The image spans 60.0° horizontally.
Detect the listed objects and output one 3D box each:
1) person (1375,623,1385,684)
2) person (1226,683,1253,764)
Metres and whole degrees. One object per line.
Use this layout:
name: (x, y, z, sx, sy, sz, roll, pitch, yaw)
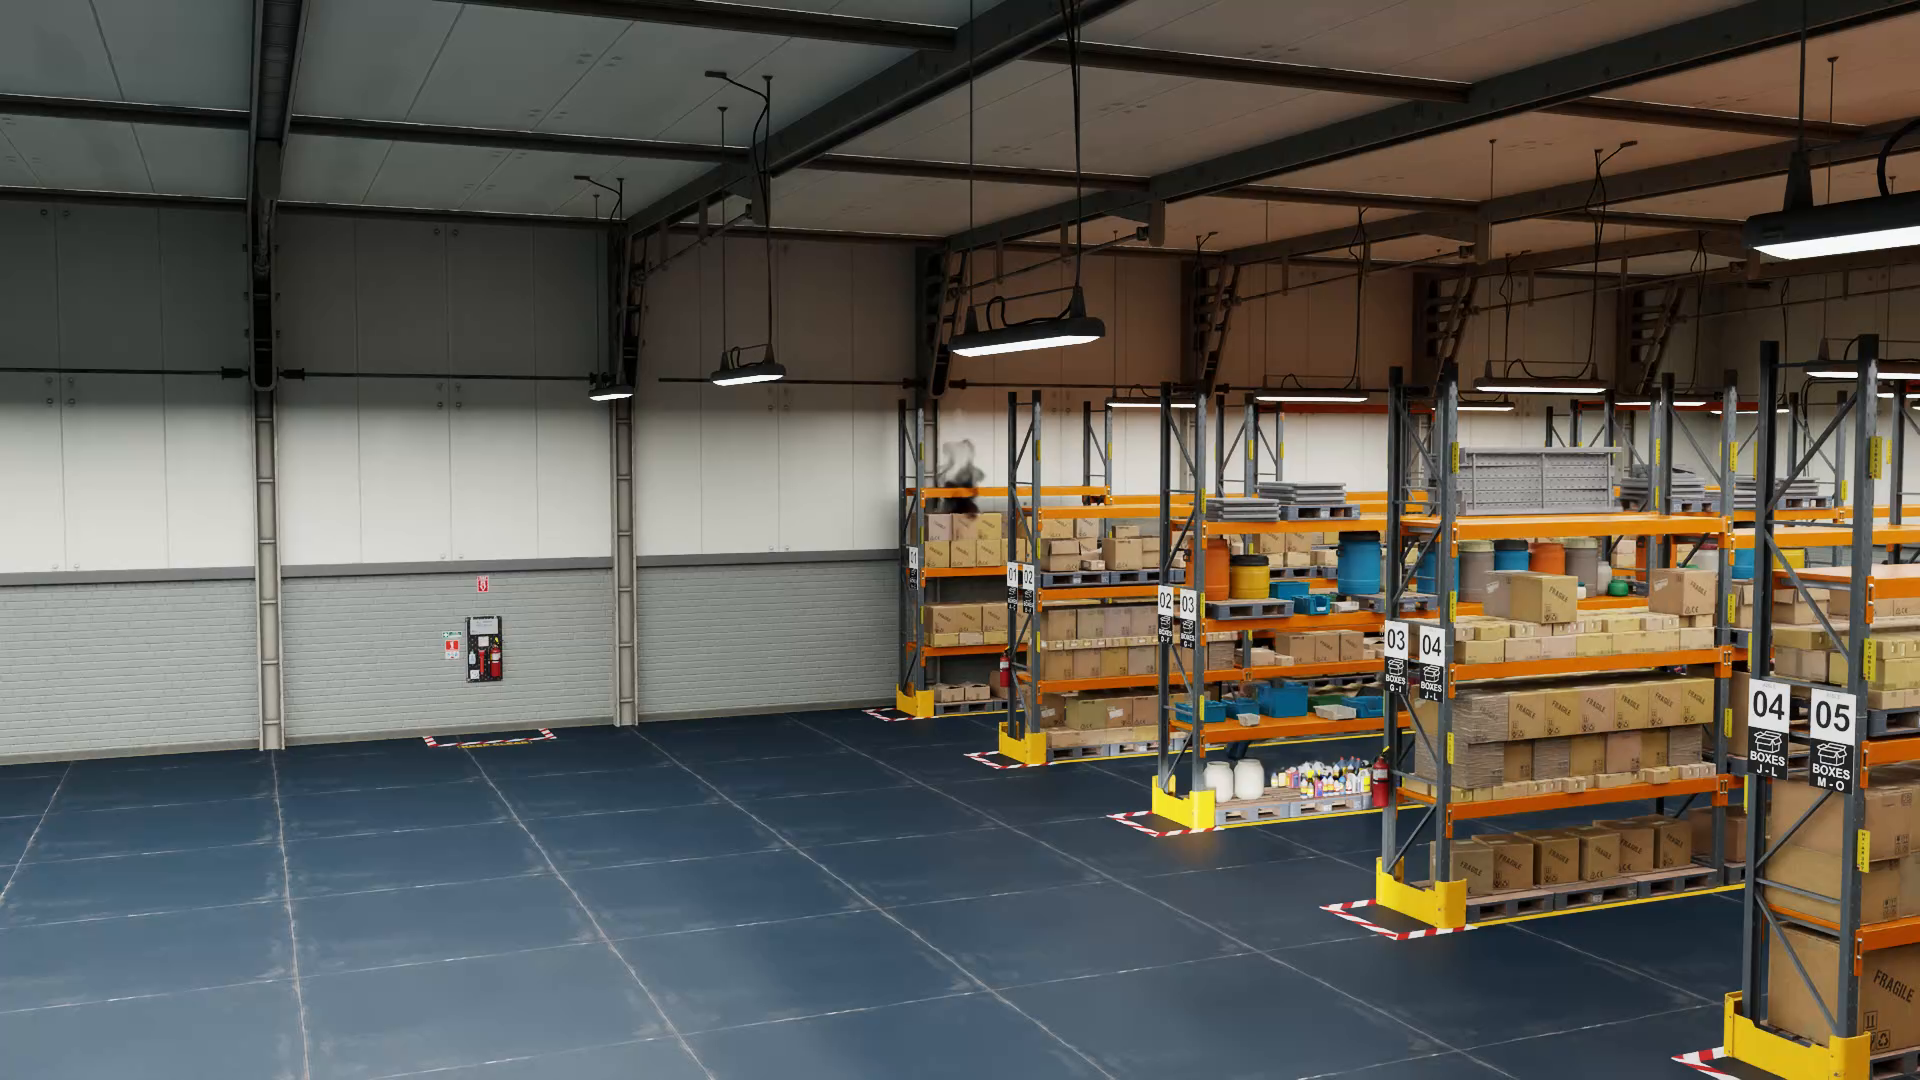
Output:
person: (8.404, 2.447, 32.335, 0.777, 1.715, 0.582, -1, 3, -14)
person: (4.216, 2.925, 24.943, 0.493, 1.559, 0.503, -2, 4, -29)
